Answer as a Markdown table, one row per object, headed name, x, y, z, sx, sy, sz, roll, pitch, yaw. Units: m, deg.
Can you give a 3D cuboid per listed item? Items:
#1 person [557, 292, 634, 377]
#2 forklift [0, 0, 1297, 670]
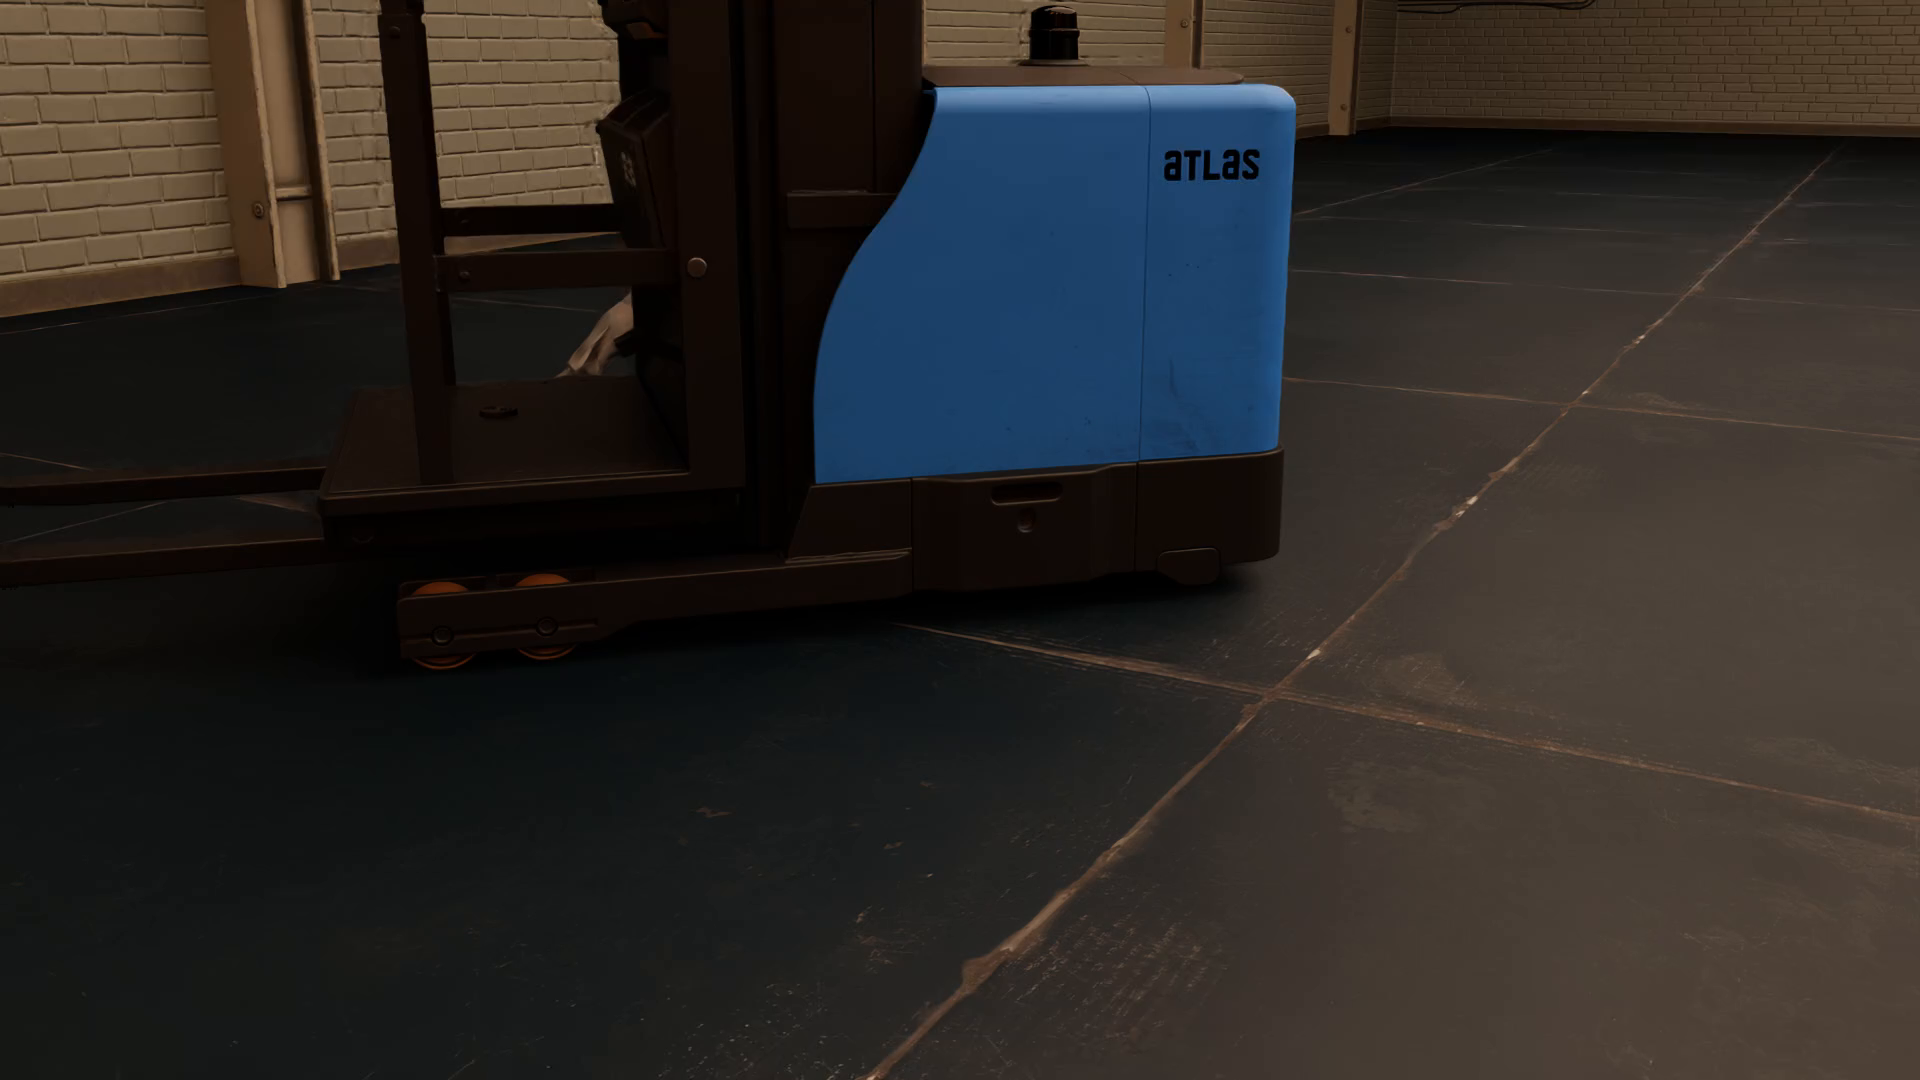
| name | x | y | z | sx | sy | sz | roll | pitch | yaw |
| --- | --- | --- | --- | --- | --- | --- | --- | --- | --- |
| person | -0.769 | -1.098 | 5.219 | 0.946 | 1.521 | 0.978 | -10 | 19 | -32 |
| forklift | -0.864 | -1.322 | 3.342 | 3.031 | 2.935 | 1.130 | -5 | 17 | -15 |
